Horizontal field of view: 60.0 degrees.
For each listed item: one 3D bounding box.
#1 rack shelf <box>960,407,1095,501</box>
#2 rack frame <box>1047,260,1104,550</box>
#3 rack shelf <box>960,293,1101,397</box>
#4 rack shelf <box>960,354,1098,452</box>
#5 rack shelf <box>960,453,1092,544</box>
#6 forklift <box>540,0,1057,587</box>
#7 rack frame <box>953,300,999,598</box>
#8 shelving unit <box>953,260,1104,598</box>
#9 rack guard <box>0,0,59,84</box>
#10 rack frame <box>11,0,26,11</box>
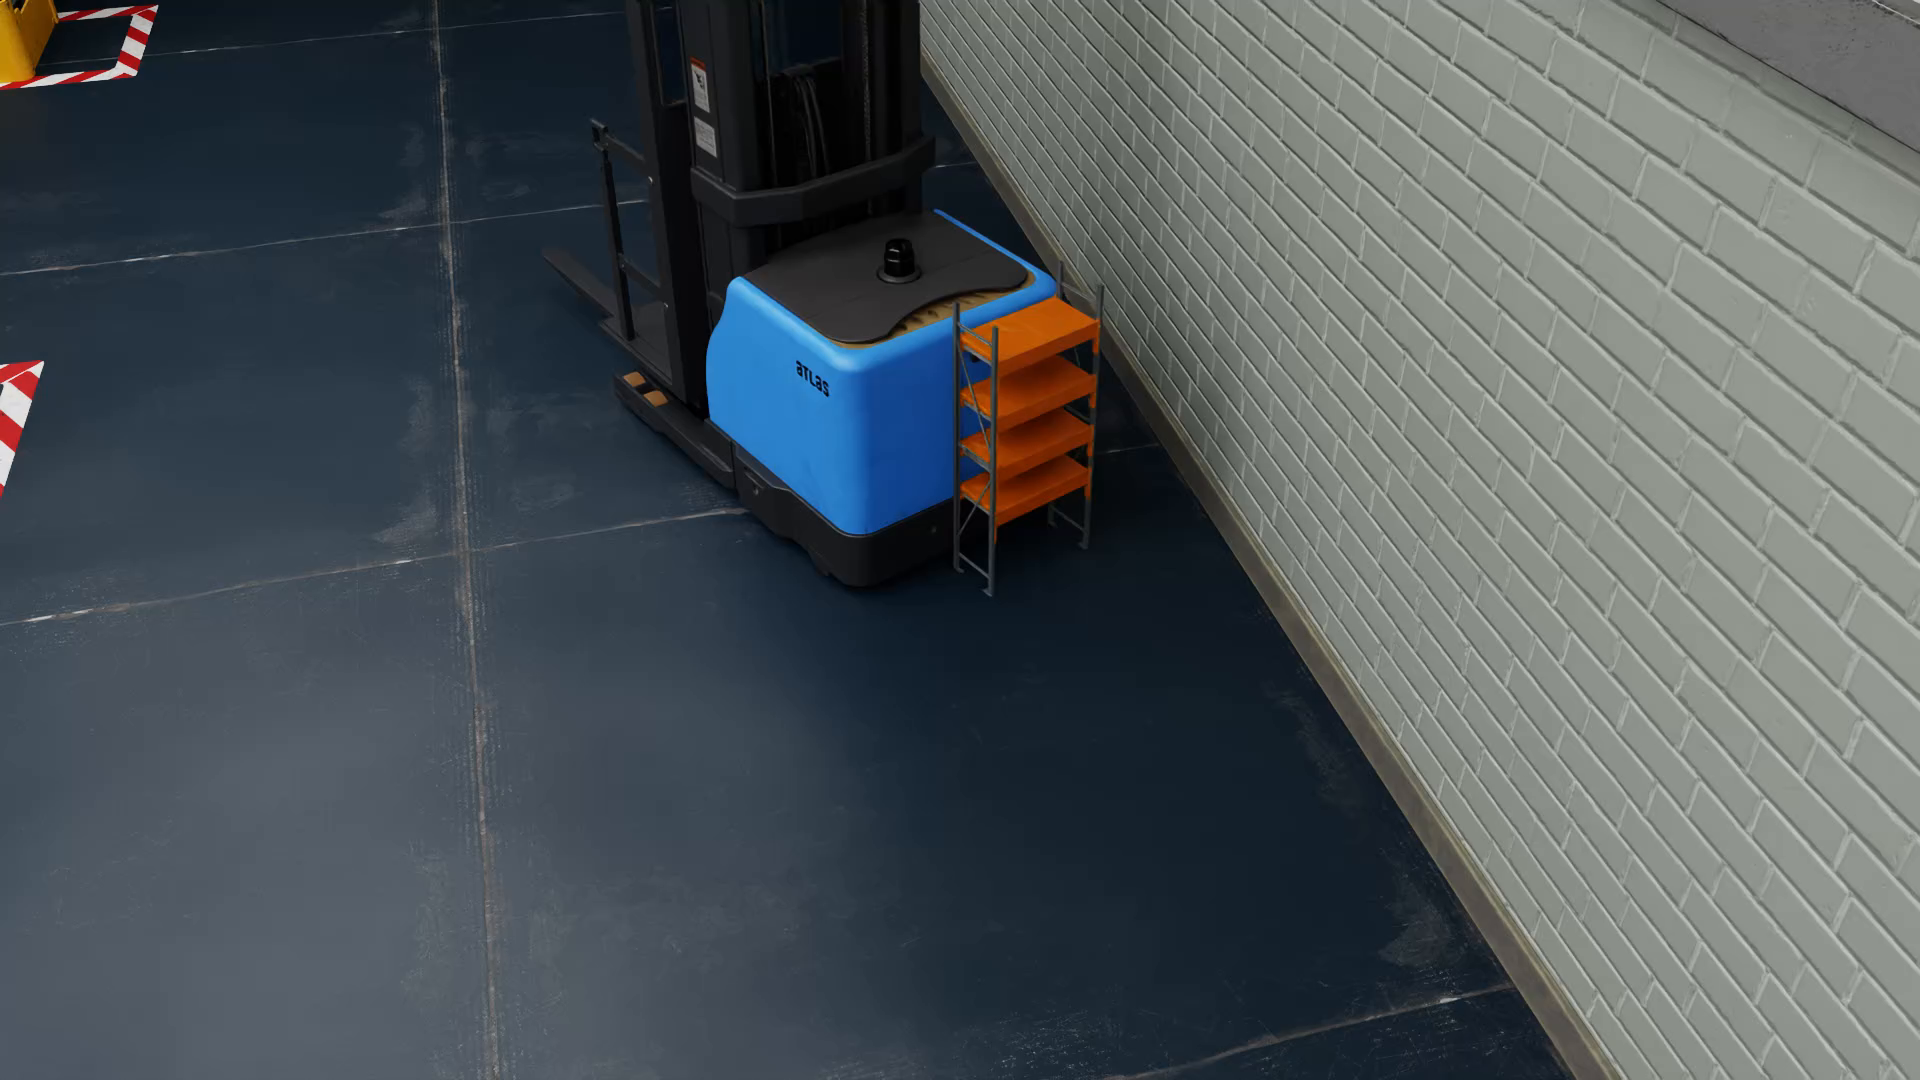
[{"bbox_3d":[0.246,-0.350,6.331,0.480,0.148,0.258,-25,44,-29],"label":"rack shelf"},{"bbox_3d":[0.439,-0.494,6.409,0.015,1.200,0.240,-25,44,-29],"label":"rack frame"},{"bbox_3d":[0.246,-0.715,6.051,0.480,0.148,0.258,-25,44,-29],"label":"rack shelf"},{"bbox_3d":[0.246,-0.528,6.195,0.480,0.148,0.258,-25,44,-29],"label":"rack shelf"},{"bbox_3d":[0.246,-0.192,6.451,0.480,0.148,0.258,-25,44,-29],"label":"rack shelf"},{"bbox_3d":[-0.905,-1.825,6.723,1.130,2.935,3.031,-25,44,-29],"label":"forklift"},{"bbox_3d":[0.054,-0.312,6.170,0.015,1.200,0.240,-25,44,-29],"label":"rack frame"},{"bbox_3d":[0.246,-0.403,6.290,0.503,1.200,0.258,-25,44,-29],"label":"shelving unit"},{"bbox_3d":[-6.213,-3.435,10.828,0.348,0.500,1.175,-9,38,-12],"label":"rack guard"},{"bbox_3d":[-6.237,-4.424,10.064,0.127,3.000,1.000,-9,38,-12],"label":"rack frame"}]
